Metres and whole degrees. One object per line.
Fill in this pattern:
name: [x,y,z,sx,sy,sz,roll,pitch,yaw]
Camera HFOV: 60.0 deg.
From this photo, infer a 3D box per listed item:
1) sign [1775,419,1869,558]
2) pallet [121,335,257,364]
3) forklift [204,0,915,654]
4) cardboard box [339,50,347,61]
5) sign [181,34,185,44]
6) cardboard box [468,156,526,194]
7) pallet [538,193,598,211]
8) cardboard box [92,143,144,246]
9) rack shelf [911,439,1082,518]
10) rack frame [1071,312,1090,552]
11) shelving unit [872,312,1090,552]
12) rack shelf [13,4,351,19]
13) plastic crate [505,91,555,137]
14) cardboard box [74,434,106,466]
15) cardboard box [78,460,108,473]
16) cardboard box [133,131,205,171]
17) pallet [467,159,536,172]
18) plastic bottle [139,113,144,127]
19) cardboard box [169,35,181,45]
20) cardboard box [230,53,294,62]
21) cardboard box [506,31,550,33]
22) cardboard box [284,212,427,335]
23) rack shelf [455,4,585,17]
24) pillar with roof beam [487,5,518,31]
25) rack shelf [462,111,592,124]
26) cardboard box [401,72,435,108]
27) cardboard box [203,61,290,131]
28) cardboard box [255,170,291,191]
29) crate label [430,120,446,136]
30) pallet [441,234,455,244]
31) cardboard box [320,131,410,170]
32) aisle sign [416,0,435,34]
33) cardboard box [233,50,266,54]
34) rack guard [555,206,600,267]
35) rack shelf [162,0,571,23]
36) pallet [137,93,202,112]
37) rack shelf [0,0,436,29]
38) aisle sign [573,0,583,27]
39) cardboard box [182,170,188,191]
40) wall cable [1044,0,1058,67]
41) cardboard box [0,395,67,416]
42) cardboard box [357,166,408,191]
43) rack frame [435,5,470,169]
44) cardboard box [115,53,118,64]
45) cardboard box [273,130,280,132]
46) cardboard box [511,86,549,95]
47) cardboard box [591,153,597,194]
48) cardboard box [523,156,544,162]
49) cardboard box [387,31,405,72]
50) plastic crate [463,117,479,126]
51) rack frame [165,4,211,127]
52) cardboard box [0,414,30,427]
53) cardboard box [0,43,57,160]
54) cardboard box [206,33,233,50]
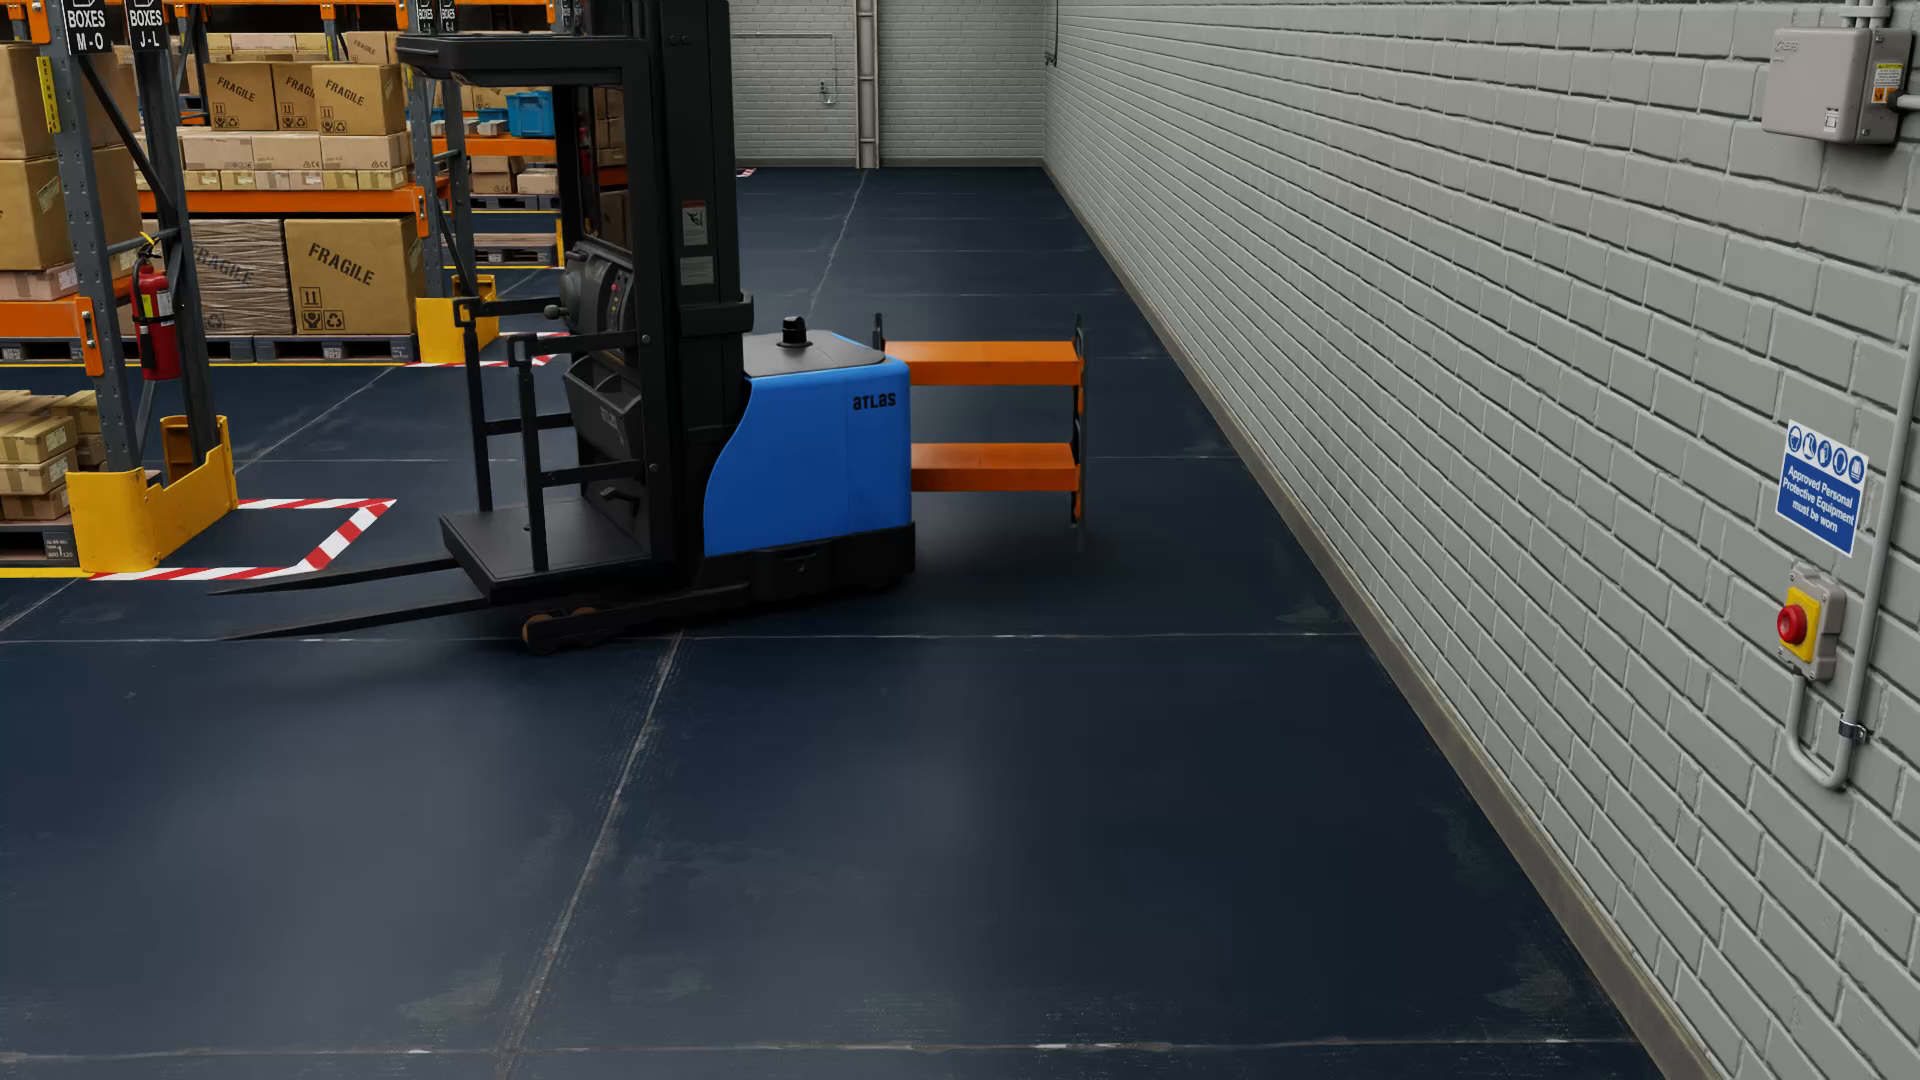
sign: [1.836,-0.115,3.552,0.001,0.218,0.327,0,18,-1]
pallet: [-6.034,-1.603,13.199,1.213,0.211,1.003,0,18,-1]
forklift: [-1.757,-1.097,7.169,3.031,2.935,1.130,-9,20,-27]
cardboard box: [-9.723,-7.597,26.636,0.500,0.500,0.500,0,18,-1]
sign: [-12.234,-7.811,26.221,0.005,0.325,0.100,0,18,-1]
cardboard box: [-6.292,-5.001,22.594,0.637,0.503,0.797,0,18,-1]
pallet: [-5.044,-4.657,22.719,1.213,0.211,1.003,0,18,-1]
cardboard box: [-4.495,-1.720,8.347,0.500,0.500,0.500,1,18,2]
rack shelf: [0.098,-0.317,8.494,1.000,0.278,0.538,0,18,-1]
rack frame: [0.606,-0.551,8.425,0.032,1.125,0.500,0,18,-1]
shelving unit: [0.098,-0.550,8.419,1.048,1.125,0.538,0,18,-1]
rack shelf: [-10.171,-7.046,21.868,4.000,0.370,1.077,0,18,-1]
plastic crate: [-4.429,-4.463,17.393,0.499,0.435,0.616,0,18,-1]
cardboard box: [-4.569,-0.508,8.714,0.250,0.149,0.380,0,18,1]
cardboard box: [-4.570,-0.386,8.819,0.250,0.149,0.380,0,18,0]
cardboard box: [-6.036,-2.942,12.566,0.500,0.250,0.500,0,18,-1]
pallet: [-7.491,-6.135,27.326,1.213,0.211,1.003,0,18,-1]
plastic bottle: [-8.485,-4.297,17.236,0.135,0.276,0.152,0,18,-1]
cardboard box: [-12.597,-8.019,26.687,0.250,0.149,0.380,-3,18,-8]
cardboard box: [-9.335,-6.261,22.302,0.500,0.500,0.700,3,18,8]
cardboard box: [-5.635,-6.420,21.850,0.500,0.500,0.500,0,18,1]
cardboard box: [-4.657,-2.124,13.050,0.875,0.875,0.875,0,18,-1]
rack shelf: [-6.253,-8.578,26.645,4.000,0.370,1.077,0,18,-1]
pillar with roof beam: [-7.499,-9.292,22.782,0.400,9.000,9.100,0,18,-1]
rack shelf: [-6.171,-5.637,22.387,4.000,0.370,1.077,0,18,-1]
cardboard box: [-7.145,-5.940,21.990,0.500,0.500,0.500,0,18,0]
cardboard box: [-5.521,-3.464,12.967,0.500,0.500,0.500,-1,18,-2]
cardboard box: [-5.131,-2.738,12.583,0.250,0.149,0.380,0,18,0]
crate label: [-5.477,-4.314,17.419,0.243,0.136,0.396,0,18,-1]
pallet: [-6.139,-3.151,18.026,1.213,0.211,1.003,0,18,-1]
cardboard box: [-4.499,-2.950,12.592,0.500,0.250,0.500,-1,18,-2]
aisle sign: [-3.942,-4.110,12.193,0.004,0.787,0.394,0,18,-1]
cardboard box: [-11.239,-7.586,26.602,0.500,0.500,0.500,0,18,1]
rack guard: [-4.073,-3.290,17.985,0.348,0.500,1.175,0,18,-1]
rack shelf: [-6.097,-5.552,17.212,4.000,0.370,1.077,0,18,-1]
pallet: [-10.226,-5.870,22.249,1.213,0.211,1.003,0,18,-1]
rack shelf: [-6.018,-4.040,12.497,4.000,0.370,1.077,0,18,-1]
aisle sign: [-4.030,-5.805,17.477,0.004,0.787,0.394,0,18,-1]
cardboard box: [-5.898,-2.734,12.572,0.250,0.149,0.380,0,18,0]
wall cable: [1.408,-8.798,26.326,0.112,2.526,3.097,0,18,-1]
cardboard box: [-4.844,-0.637,8.628,0.250,0.149,0.380,0,18,0]
cardboard box: [-4.370,-2.742,12.594,0.250,0.149,0.380,0,18,0]
rack frame: [-8.253,-7.483,26.963,0.127,3.000,1.000,0,18,-1]
cardboard box: [-11.542,-6.235,22.224,0.500,0.500,0.700,-6,19,-19]
cardboard box: [-5.525,-3.108,13.084,0.500,0.250,0.500,-1,18,-3]
cardboard box: [-5.632,-5.947,22.012,0.500,0.500,0.500,0,18,0]
cardboard box: [-4.711,-4.930,22.379,0.500,0.500,0.500,0,18,-1]
cardboard box: [-7.001,-6.466,27.199,0.500,0.500,0.700,0,18,-1]
cardboard box: [-7.179,-6.412,21.826,0.500,0.500,0.500,-1,18,-3]
plastic crate: [-5.349,-4.499,17.995,0.298,0.136,0.250,0,18,-1]
rack frame: [-8.096,-4.457,17.530,0.127,3.000,1.000,0,18,-1]
cardboard box: [-4.819,-0.510,8.233,0.250,0.149,0.380,0,18,0]
cardboard box: [-4.495,-2.035,7.694,0.500,0.500,0.500,-1,18,-2]
cardboard box: [-11.765,-7.943,26.486,0.500,0.250,0.500,0,18,0]
